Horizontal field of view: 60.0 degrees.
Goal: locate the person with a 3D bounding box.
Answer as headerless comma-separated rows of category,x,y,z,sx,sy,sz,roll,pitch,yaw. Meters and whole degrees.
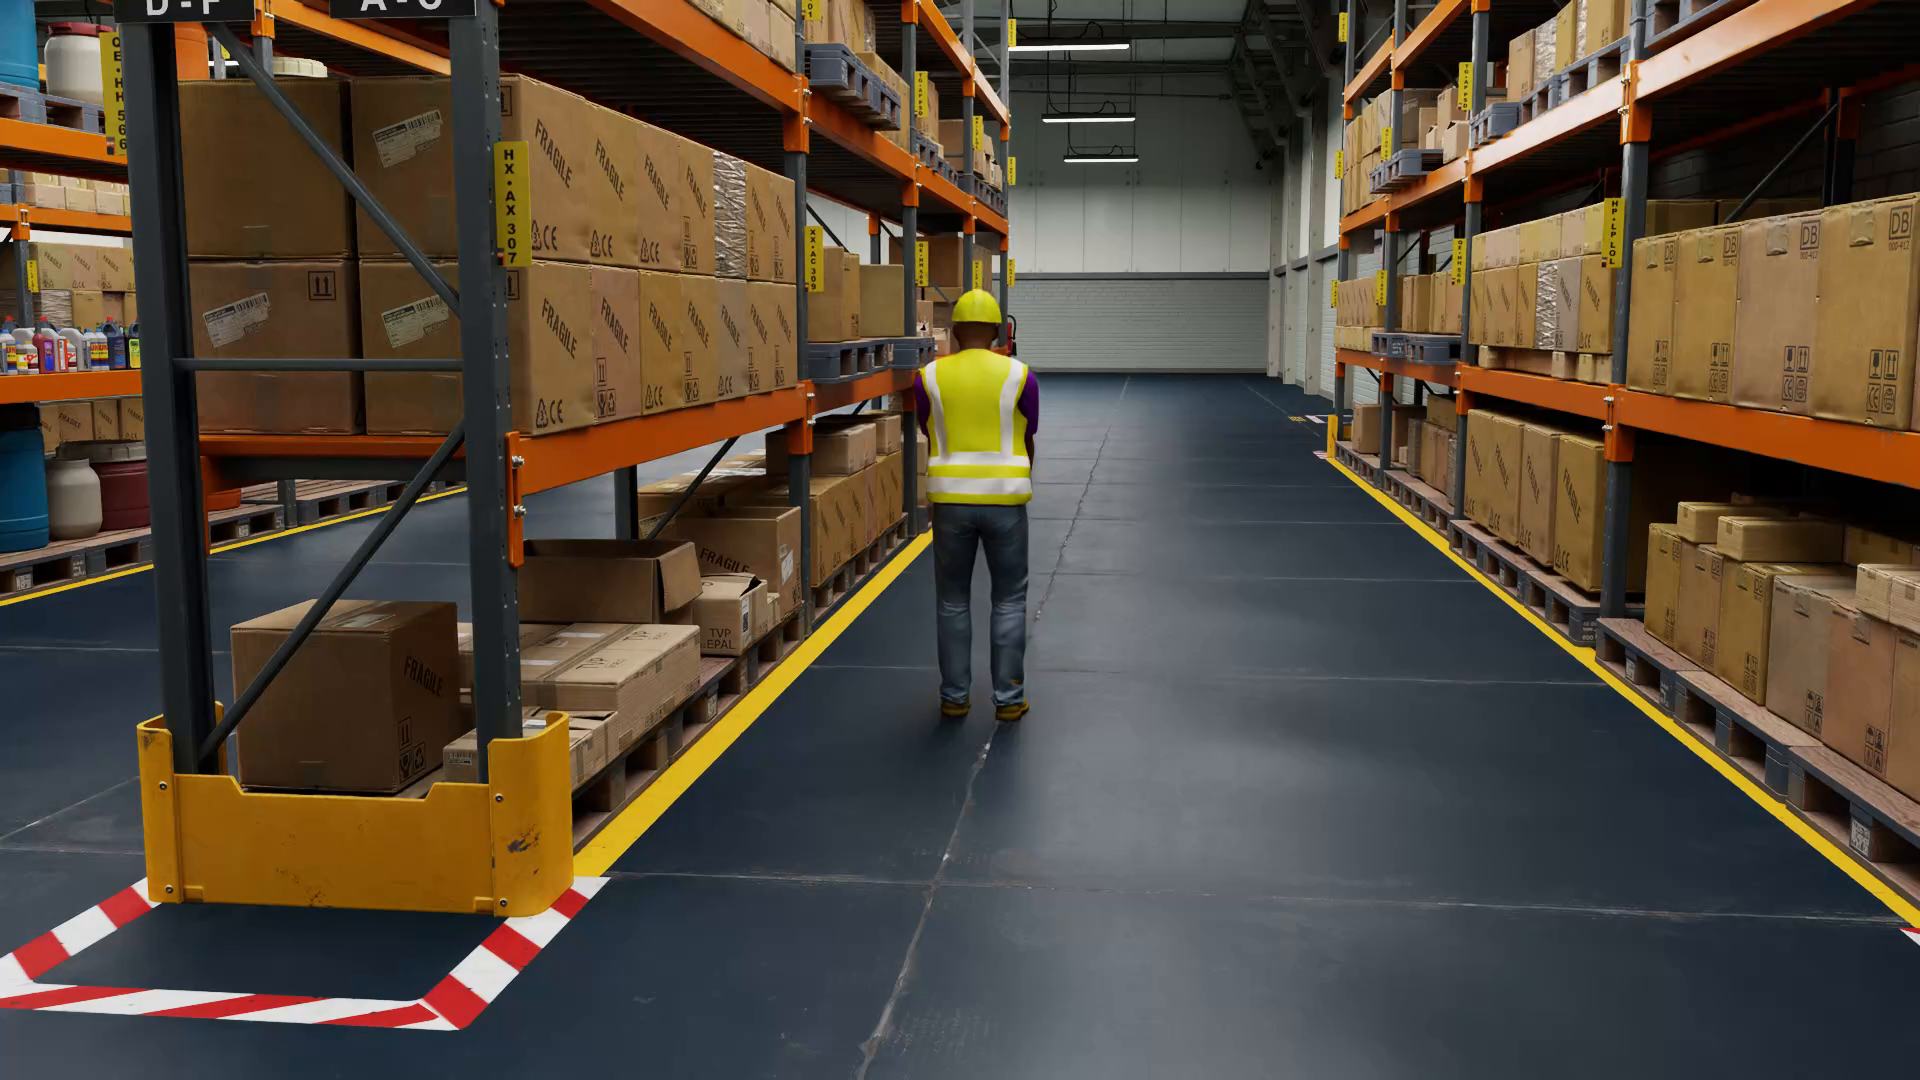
person,0.074,-0.156,6.910,0.505,1.756,0.575,1,8,5
